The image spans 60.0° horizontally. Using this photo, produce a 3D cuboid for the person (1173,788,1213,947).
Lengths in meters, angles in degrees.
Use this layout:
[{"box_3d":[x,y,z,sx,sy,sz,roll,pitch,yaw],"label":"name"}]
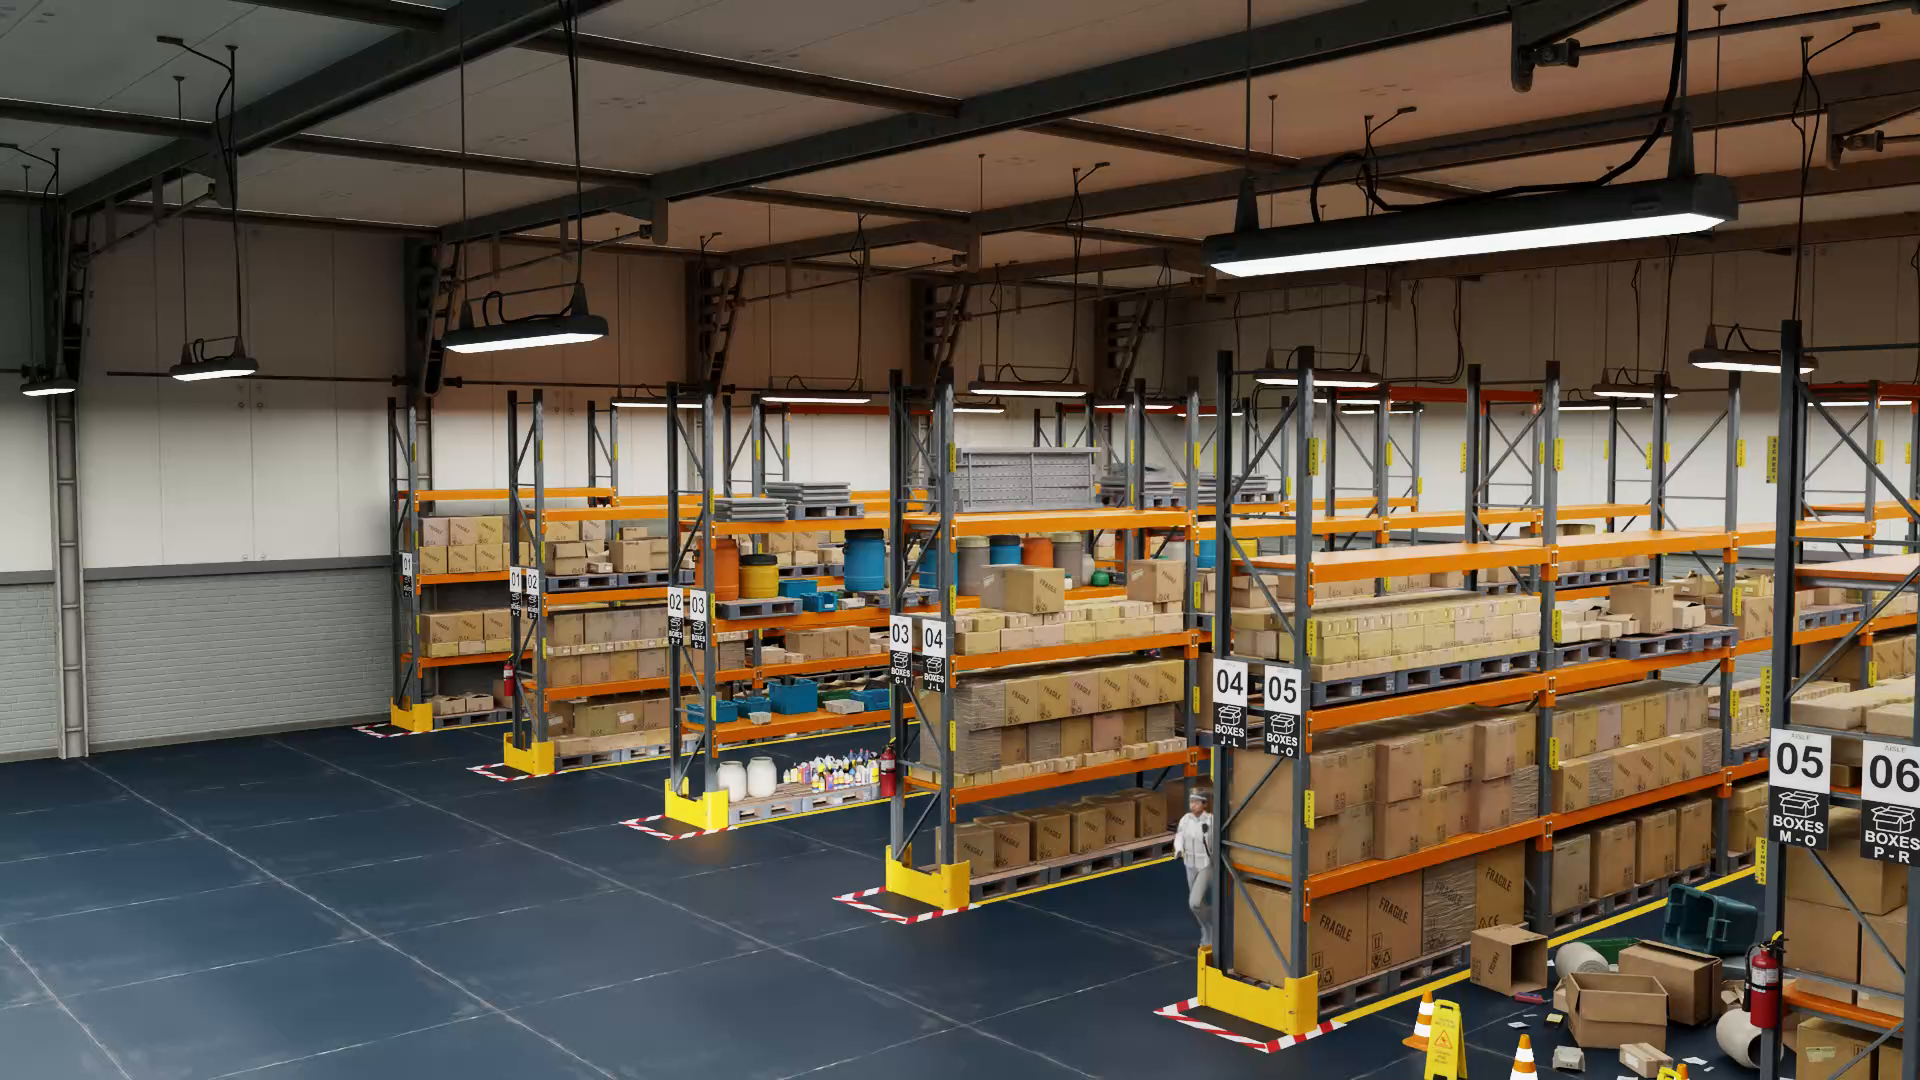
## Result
[{"box_3d":[2.439,3.336,16.878,0.578,1.671,0.739,3,5,44],"label":"person"}]
